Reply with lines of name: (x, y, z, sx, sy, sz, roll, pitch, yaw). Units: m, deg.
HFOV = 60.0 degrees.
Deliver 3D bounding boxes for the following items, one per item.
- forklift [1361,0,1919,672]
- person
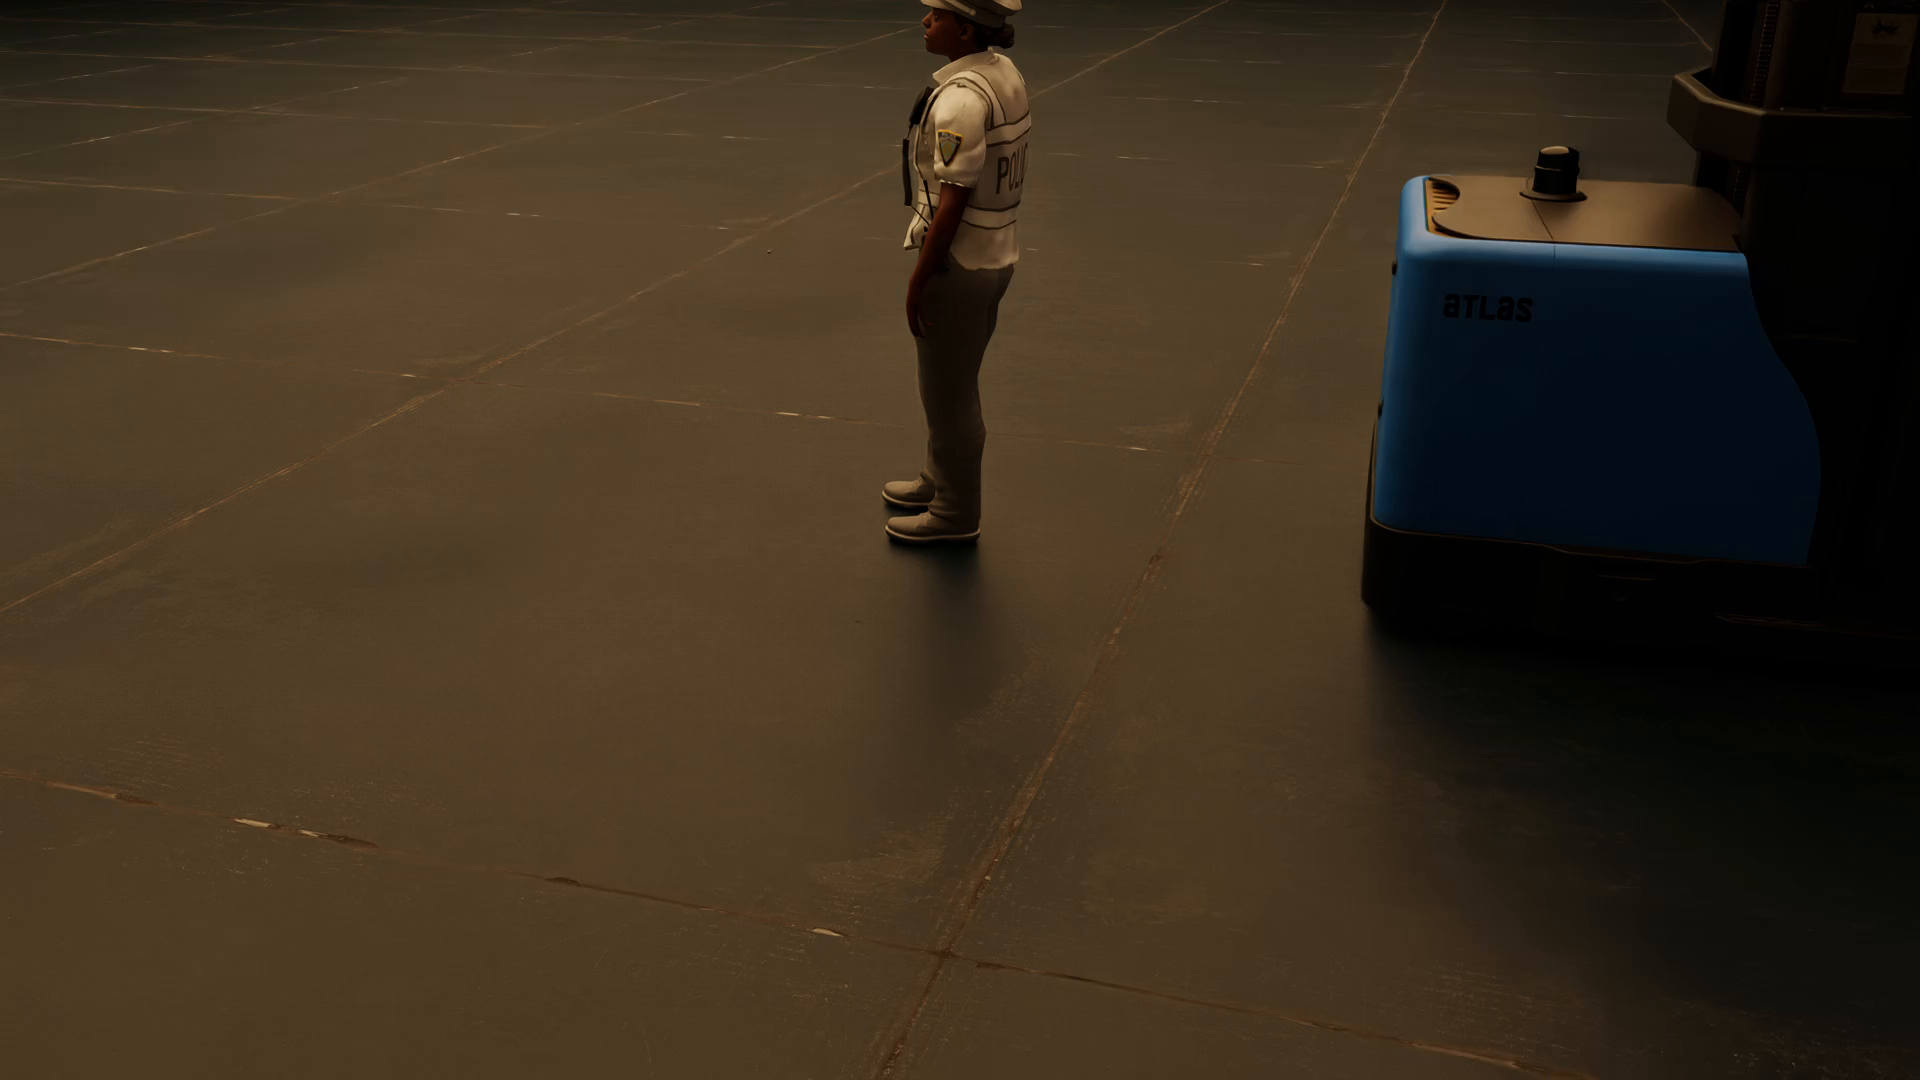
forklift: (2.671, -1.150, 4.065, 3.031, 2.935, 1.130, 5, 23, 13)
person: (-0.066, -0.806, 4.832, 0.528, 1.697, 0.570, 7, 23, 16)
